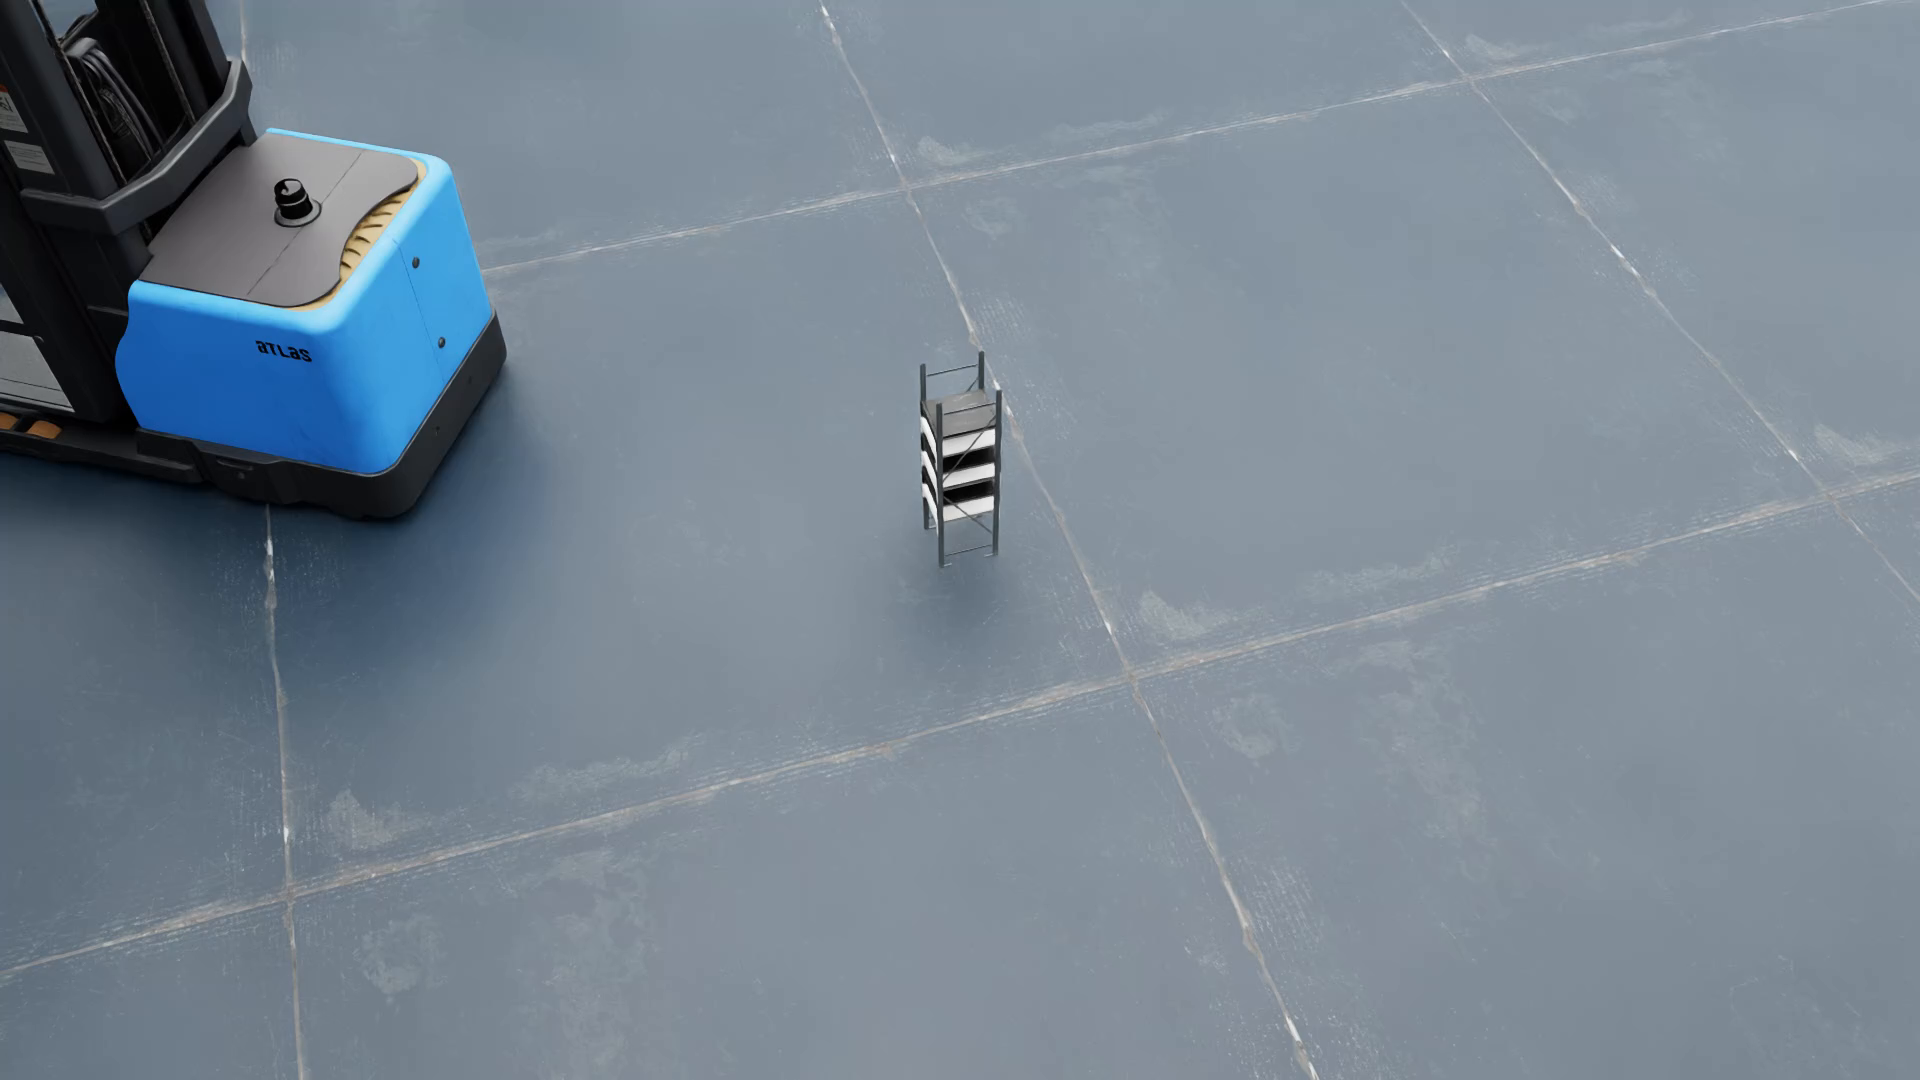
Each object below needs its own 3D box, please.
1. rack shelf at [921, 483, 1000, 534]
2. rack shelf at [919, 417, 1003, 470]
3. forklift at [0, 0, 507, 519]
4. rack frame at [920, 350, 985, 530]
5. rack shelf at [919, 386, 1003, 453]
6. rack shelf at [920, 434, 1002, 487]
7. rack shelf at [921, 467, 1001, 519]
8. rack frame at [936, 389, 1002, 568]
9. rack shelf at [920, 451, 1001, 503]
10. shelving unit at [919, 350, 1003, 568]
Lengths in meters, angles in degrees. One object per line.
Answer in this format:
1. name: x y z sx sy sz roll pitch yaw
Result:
1. rack shelf: 0.002 -0.147 6.354 0.258 0.077 0.200 -13 51 -11
2. rack shelf: 0.002 -0.379 6.078 0.258 0.077 0.200 -13 51 -11
3. forklift: -3.511 -1.650 6.014 3.031 2.935 1.130 11 51 9
4. rack frame: -0.028 -0.358 6.253 0.240 0.900 0.006 -13 51 -11
5. rack shelf: 0.002 -0.437 6.010 0.258 0.077 0.200 -13 51 -11
6. rack shelf: 0.002 -0.321 6.147 0.258 0.077 0.200 -13 51 -11
7. rack shelf: 0.002 -0.205 6.285 0.258 0.077 0.200 -13 51 -11
8. rack frame: 0.032 -0.210 6.128 0.240 0.900 0.006 -13 51 -11
9. rack shelf: 0.002 -0.263 6.216 0.258 0.077 0.200 -13 51 -11
10. shelving unit: 0.002 -0.284 6.191 0.258 0.900 0.210 -13 51 -11
